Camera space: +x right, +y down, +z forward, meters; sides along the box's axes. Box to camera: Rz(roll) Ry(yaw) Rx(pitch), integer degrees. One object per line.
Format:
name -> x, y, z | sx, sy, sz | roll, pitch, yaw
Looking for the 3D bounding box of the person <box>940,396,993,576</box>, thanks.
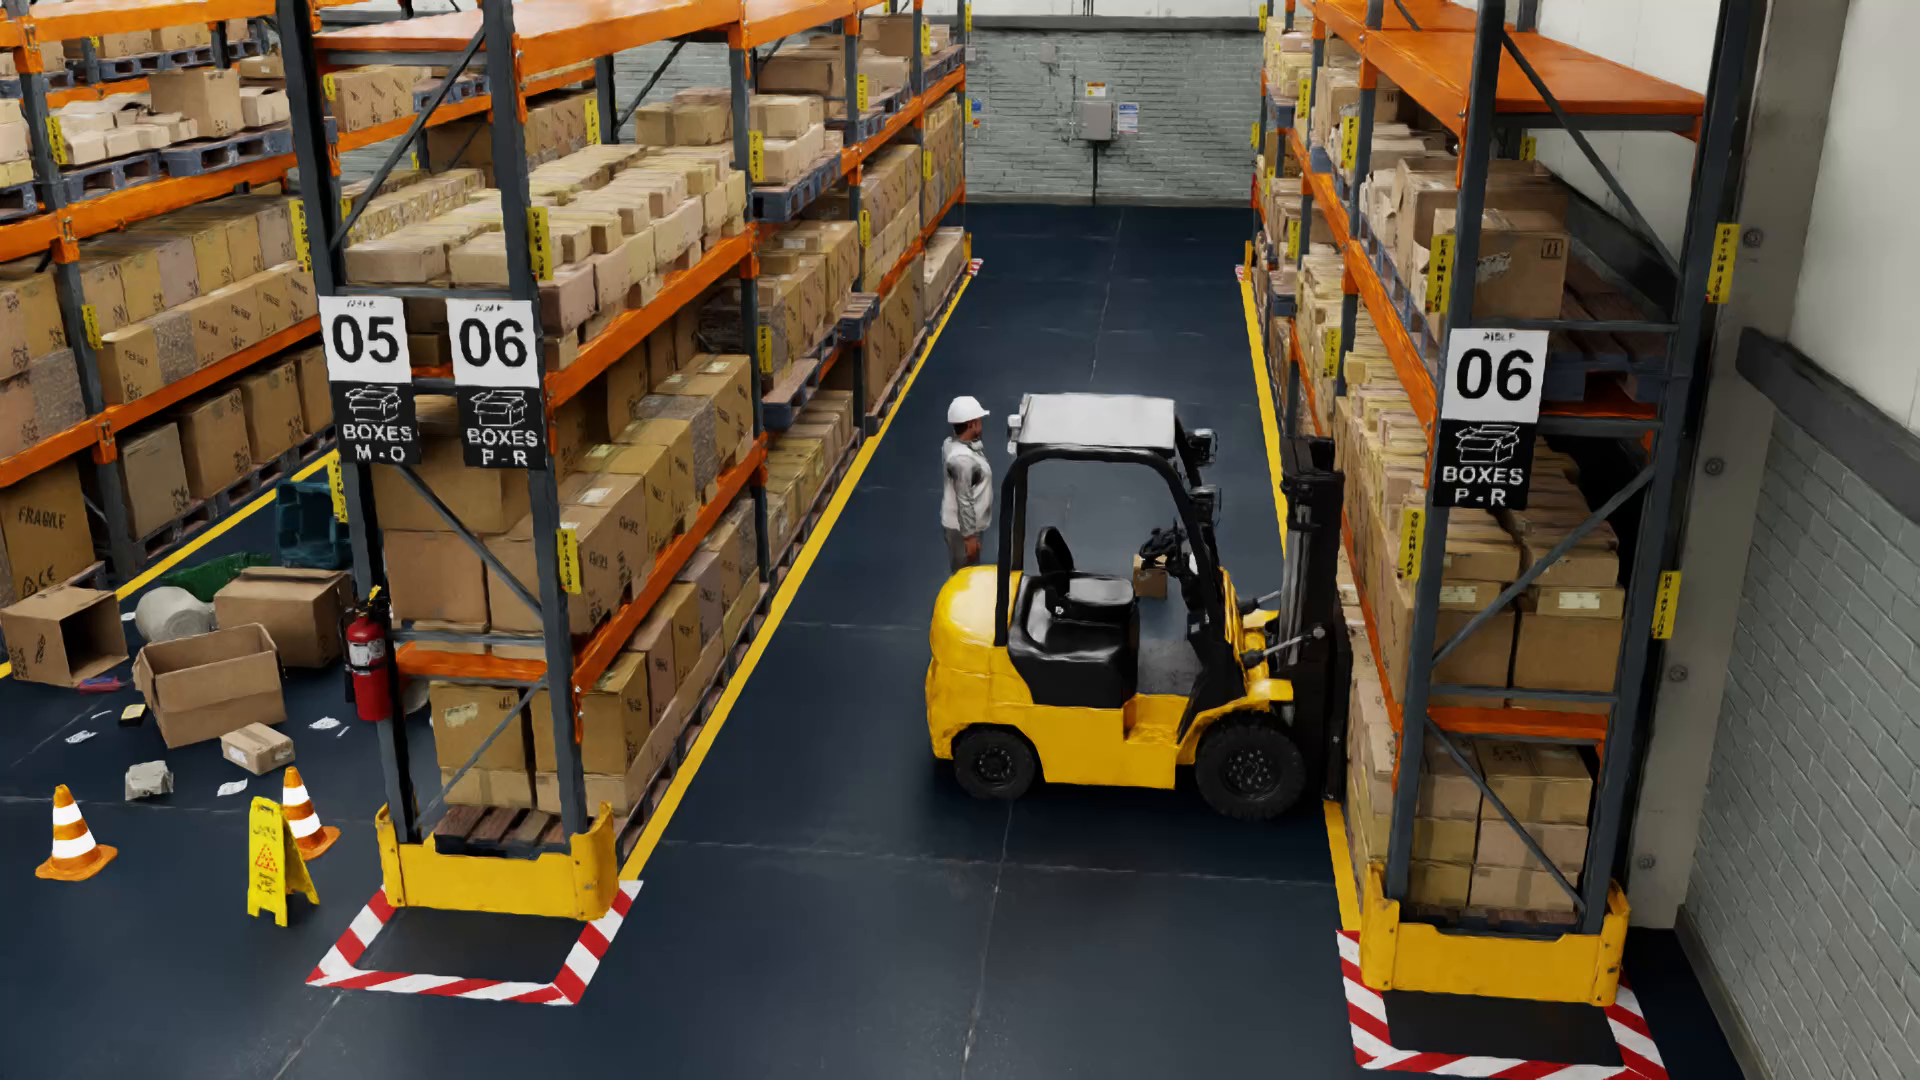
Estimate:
person -> 0.056, -0.111, 11.263 | 0.385, 1.784, 0.591 | 0, 21, 0
